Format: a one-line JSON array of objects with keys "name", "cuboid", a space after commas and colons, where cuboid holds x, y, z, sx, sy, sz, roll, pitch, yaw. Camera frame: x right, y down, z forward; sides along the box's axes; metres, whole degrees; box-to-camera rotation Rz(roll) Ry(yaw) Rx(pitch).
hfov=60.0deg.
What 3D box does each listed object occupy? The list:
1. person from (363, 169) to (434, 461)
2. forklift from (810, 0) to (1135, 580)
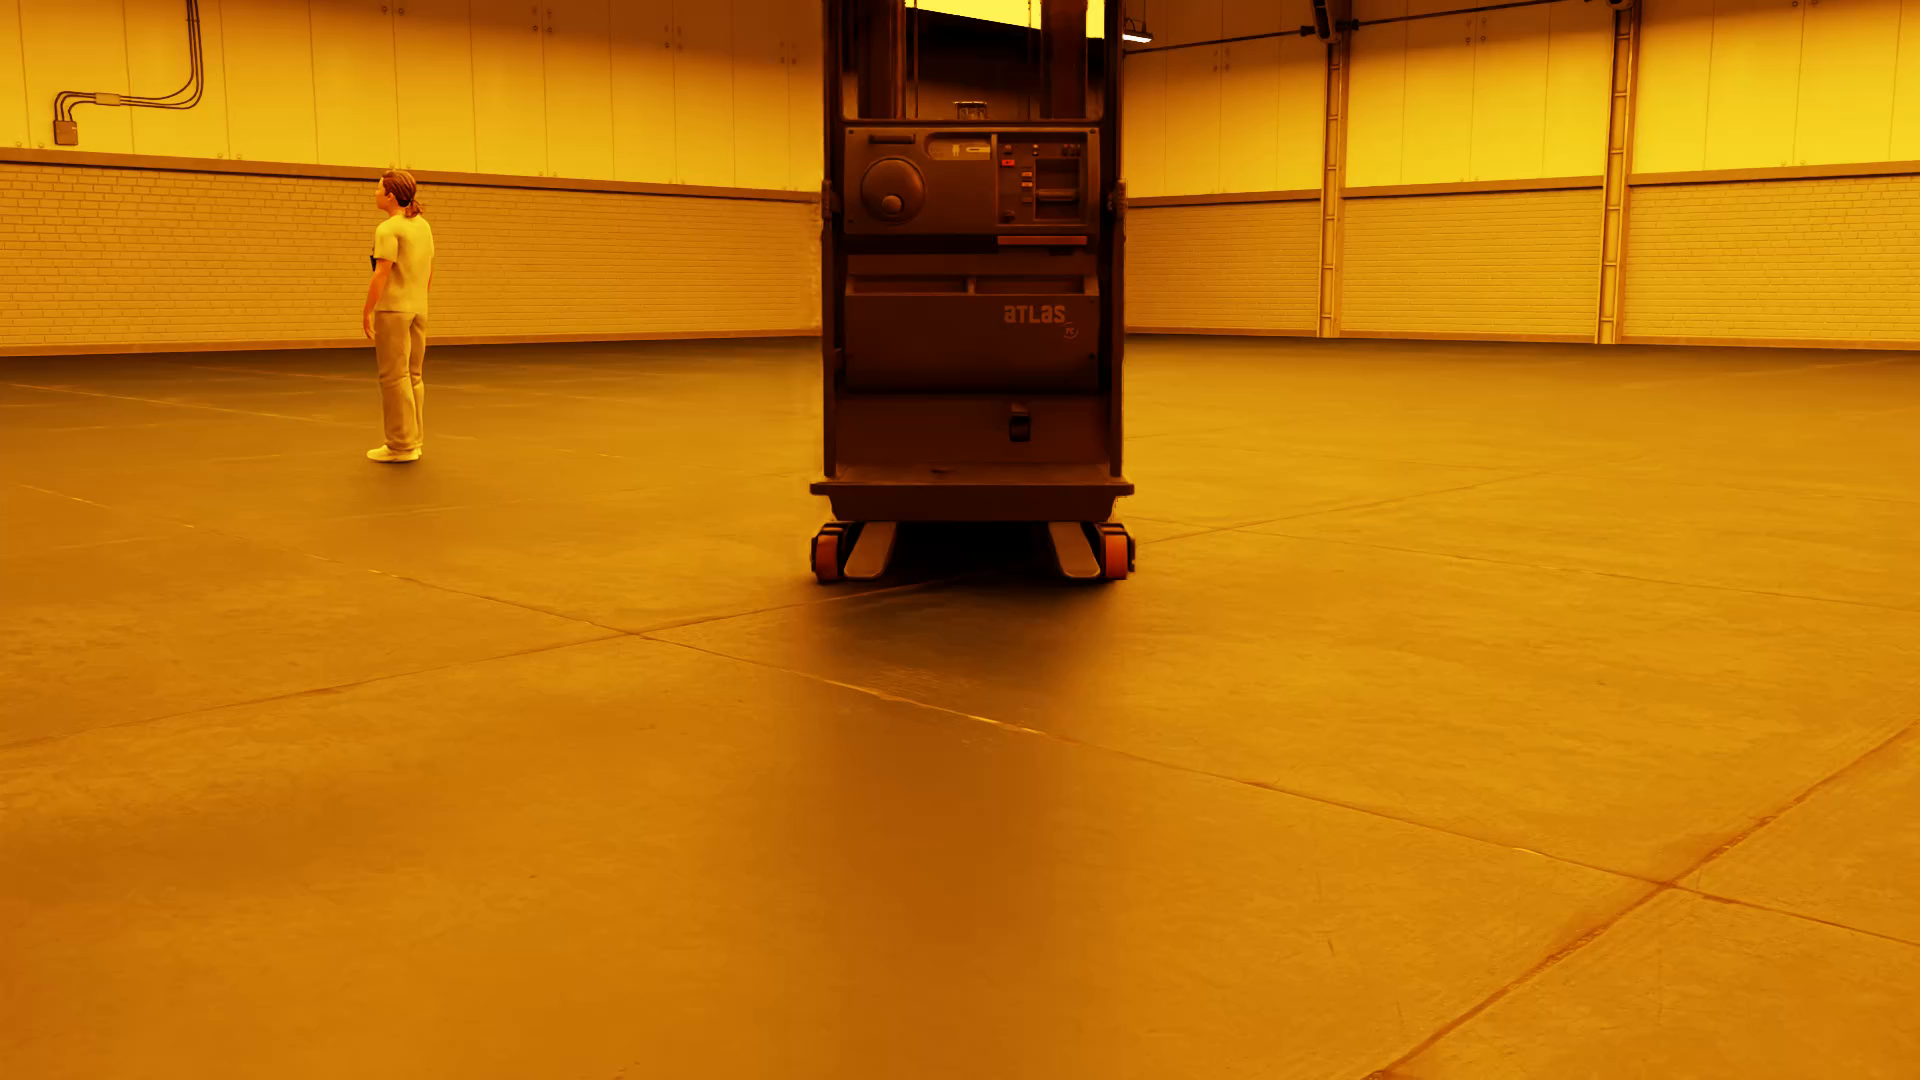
[{"name": "person", "cuboid": [-3.310, -1.297, 9.657, 0.548, 1.675, 0.547, 3, 9, 17]}, {"name": "forklift", "cuboid": [0.044, -1.353, 5.856, 1.130, 2.935, 3.031, 0, 9, 0]}]
